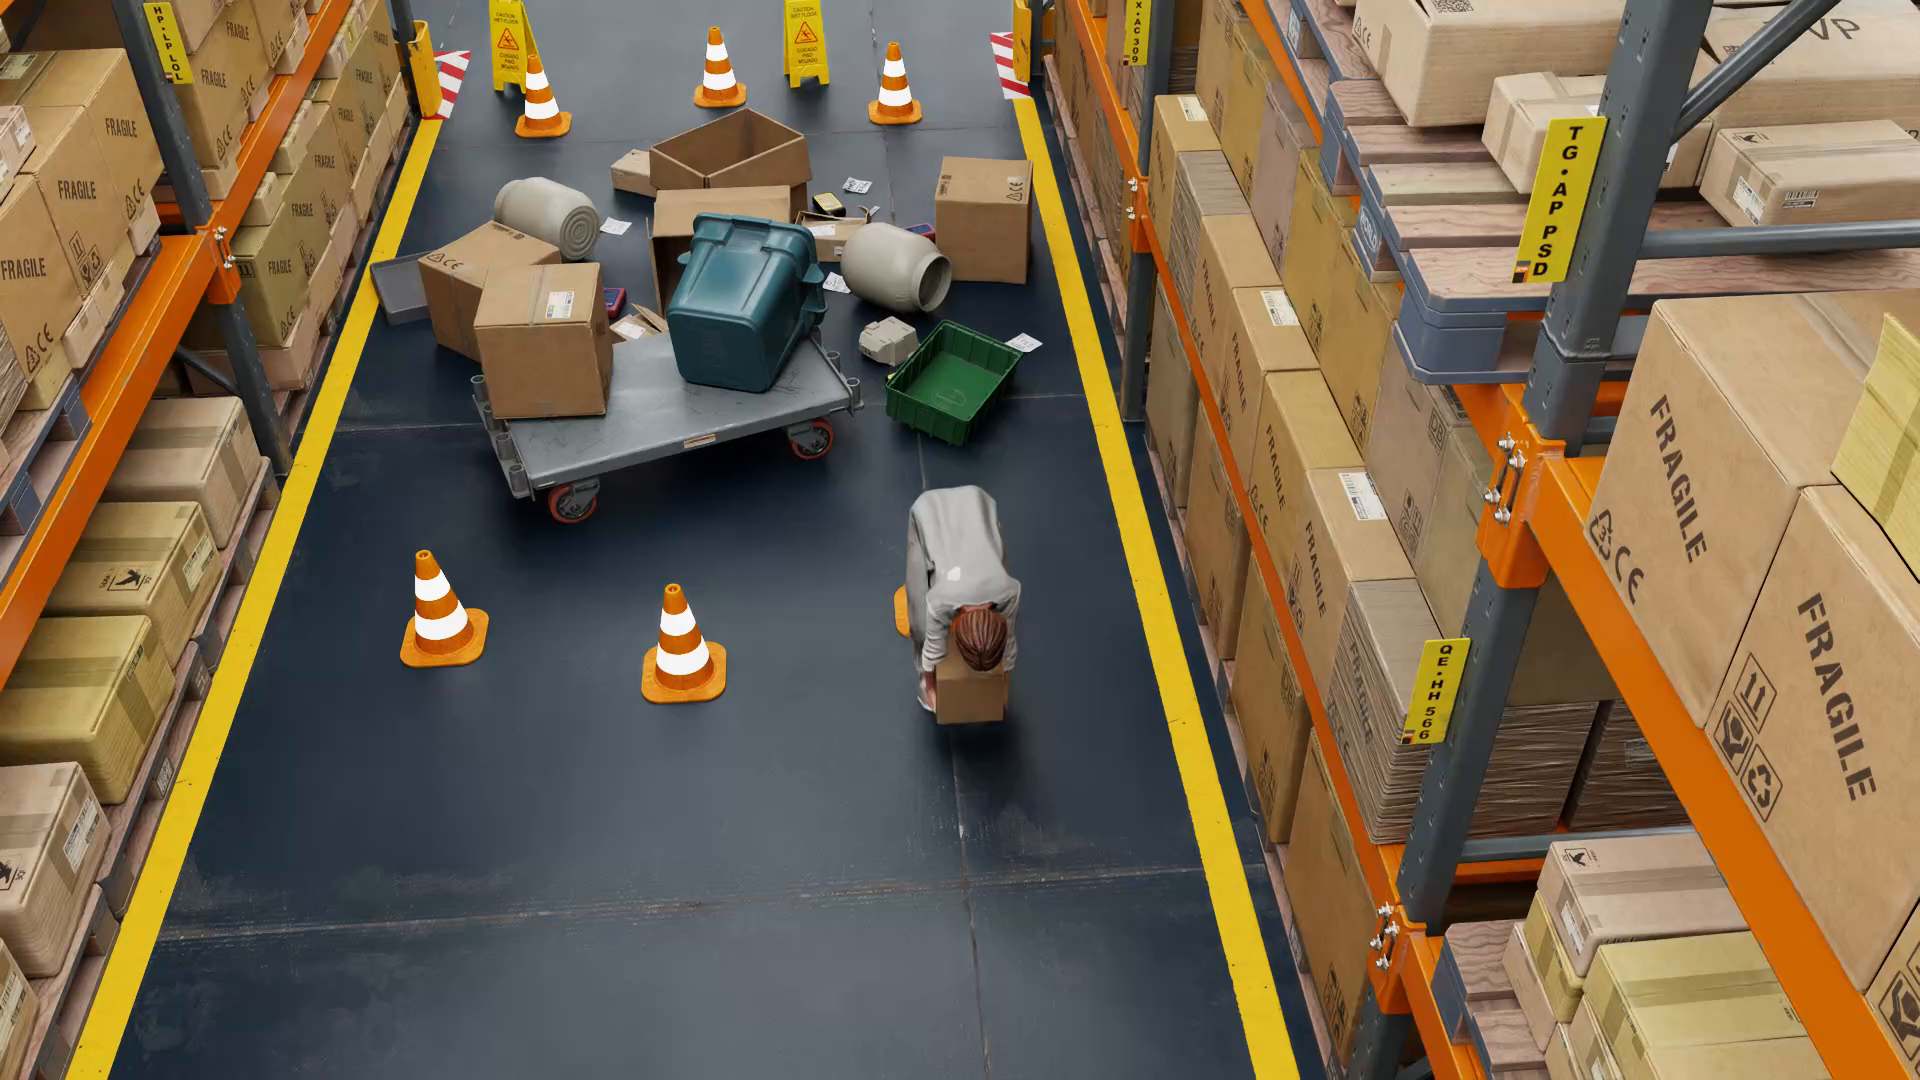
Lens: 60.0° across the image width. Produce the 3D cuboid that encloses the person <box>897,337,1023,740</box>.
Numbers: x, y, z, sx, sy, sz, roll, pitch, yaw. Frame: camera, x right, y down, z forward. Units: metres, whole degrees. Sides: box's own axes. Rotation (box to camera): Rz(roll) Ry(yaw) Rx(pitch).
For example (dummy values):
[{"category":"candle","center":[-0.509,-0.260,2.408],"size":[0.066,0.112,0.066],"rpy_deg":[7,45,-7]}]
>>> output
[{"category":"person","center":[-0.012,0.012,6.136],"size":[0.497,1.597,0.473],"rpy_deg":[-4,40,-5]}]
